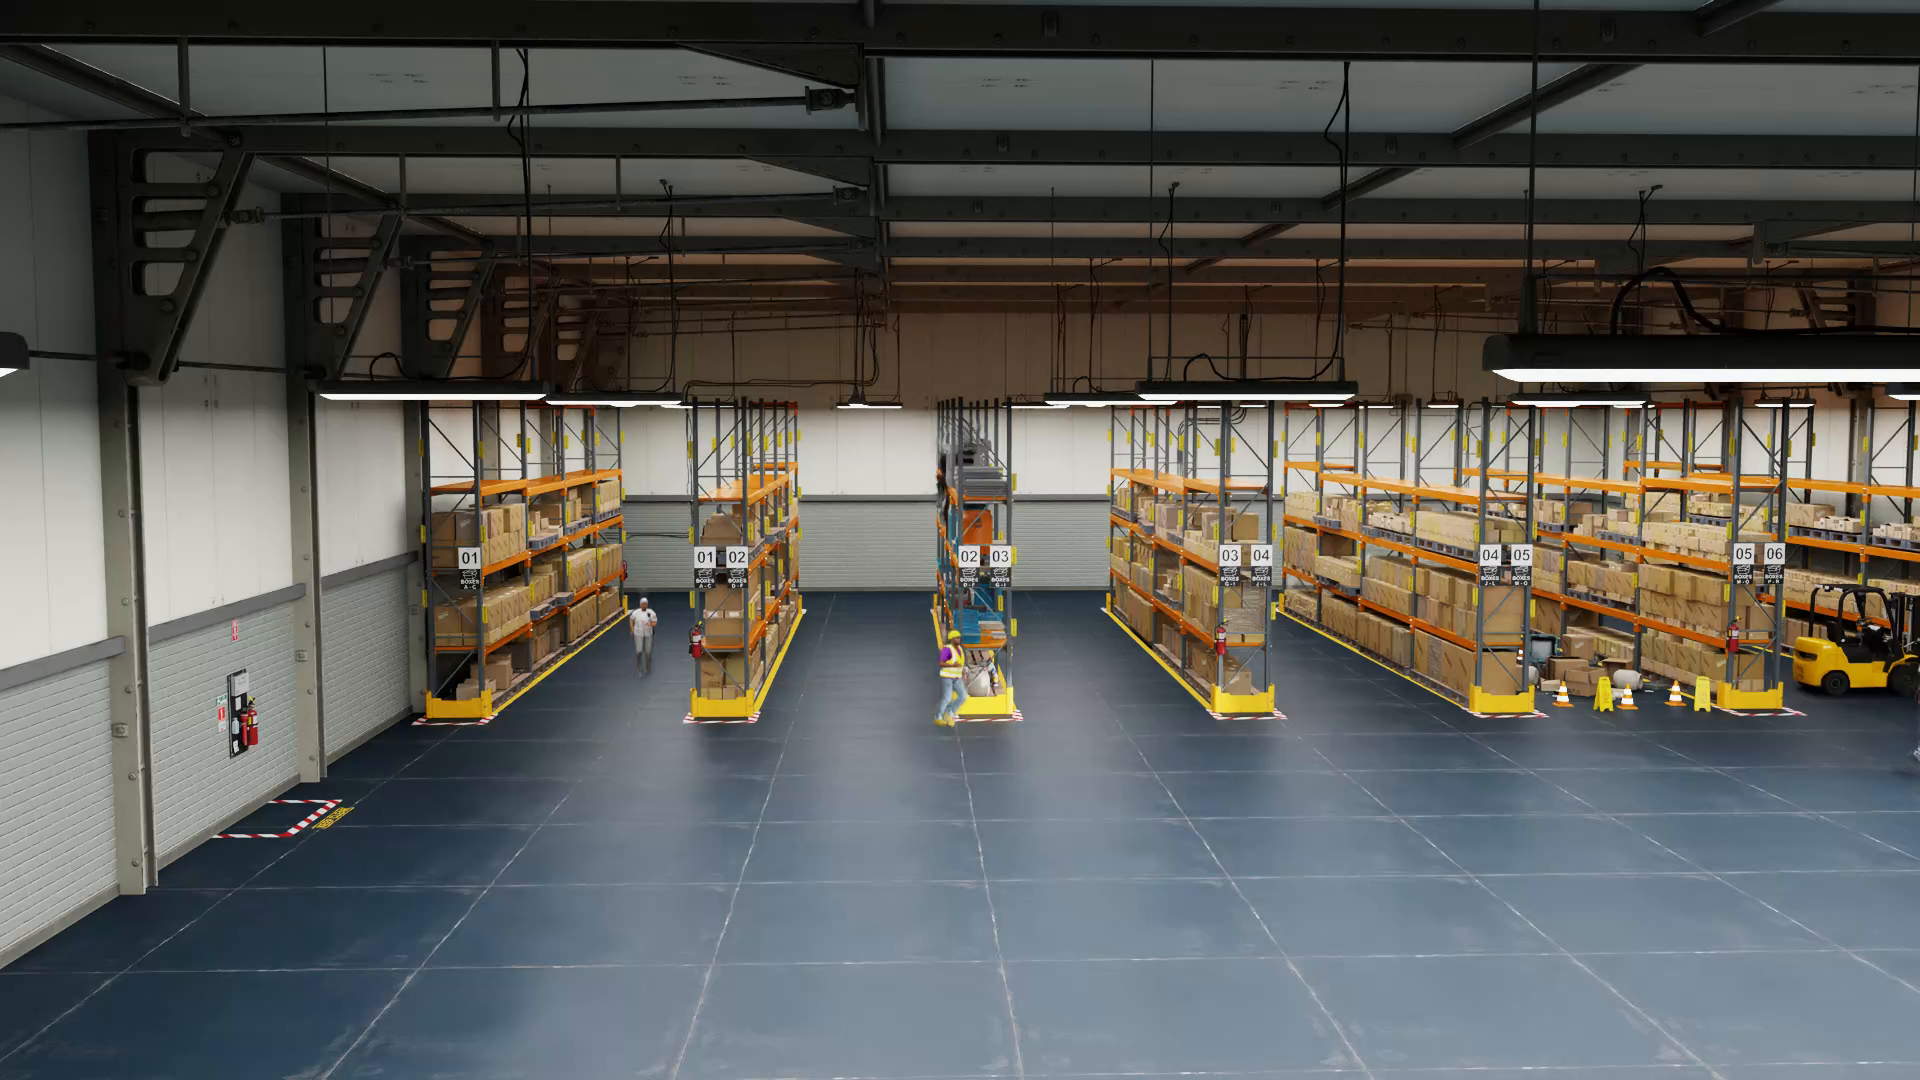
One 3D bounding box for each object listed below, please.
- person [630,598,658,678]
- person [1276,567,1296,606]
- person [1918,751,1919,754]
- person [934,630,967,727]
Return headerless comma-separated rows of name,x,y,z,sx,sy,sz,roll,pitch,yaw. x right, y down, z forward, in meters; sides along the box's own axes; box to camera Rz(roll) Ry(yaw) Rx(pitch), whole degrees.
person,-6.847,2.117,36.032,0.582,1.732,0.759,-1,5,-14
person,9.664,1.086,48.763,0.913,1.753,0.766,0,4,-2
person,15.392,2.863,25.860,0.867,1.760,0.700,4,6,43
person,-0.104,2.526,30.263,0.678,1.769,0.701,4,6,42
